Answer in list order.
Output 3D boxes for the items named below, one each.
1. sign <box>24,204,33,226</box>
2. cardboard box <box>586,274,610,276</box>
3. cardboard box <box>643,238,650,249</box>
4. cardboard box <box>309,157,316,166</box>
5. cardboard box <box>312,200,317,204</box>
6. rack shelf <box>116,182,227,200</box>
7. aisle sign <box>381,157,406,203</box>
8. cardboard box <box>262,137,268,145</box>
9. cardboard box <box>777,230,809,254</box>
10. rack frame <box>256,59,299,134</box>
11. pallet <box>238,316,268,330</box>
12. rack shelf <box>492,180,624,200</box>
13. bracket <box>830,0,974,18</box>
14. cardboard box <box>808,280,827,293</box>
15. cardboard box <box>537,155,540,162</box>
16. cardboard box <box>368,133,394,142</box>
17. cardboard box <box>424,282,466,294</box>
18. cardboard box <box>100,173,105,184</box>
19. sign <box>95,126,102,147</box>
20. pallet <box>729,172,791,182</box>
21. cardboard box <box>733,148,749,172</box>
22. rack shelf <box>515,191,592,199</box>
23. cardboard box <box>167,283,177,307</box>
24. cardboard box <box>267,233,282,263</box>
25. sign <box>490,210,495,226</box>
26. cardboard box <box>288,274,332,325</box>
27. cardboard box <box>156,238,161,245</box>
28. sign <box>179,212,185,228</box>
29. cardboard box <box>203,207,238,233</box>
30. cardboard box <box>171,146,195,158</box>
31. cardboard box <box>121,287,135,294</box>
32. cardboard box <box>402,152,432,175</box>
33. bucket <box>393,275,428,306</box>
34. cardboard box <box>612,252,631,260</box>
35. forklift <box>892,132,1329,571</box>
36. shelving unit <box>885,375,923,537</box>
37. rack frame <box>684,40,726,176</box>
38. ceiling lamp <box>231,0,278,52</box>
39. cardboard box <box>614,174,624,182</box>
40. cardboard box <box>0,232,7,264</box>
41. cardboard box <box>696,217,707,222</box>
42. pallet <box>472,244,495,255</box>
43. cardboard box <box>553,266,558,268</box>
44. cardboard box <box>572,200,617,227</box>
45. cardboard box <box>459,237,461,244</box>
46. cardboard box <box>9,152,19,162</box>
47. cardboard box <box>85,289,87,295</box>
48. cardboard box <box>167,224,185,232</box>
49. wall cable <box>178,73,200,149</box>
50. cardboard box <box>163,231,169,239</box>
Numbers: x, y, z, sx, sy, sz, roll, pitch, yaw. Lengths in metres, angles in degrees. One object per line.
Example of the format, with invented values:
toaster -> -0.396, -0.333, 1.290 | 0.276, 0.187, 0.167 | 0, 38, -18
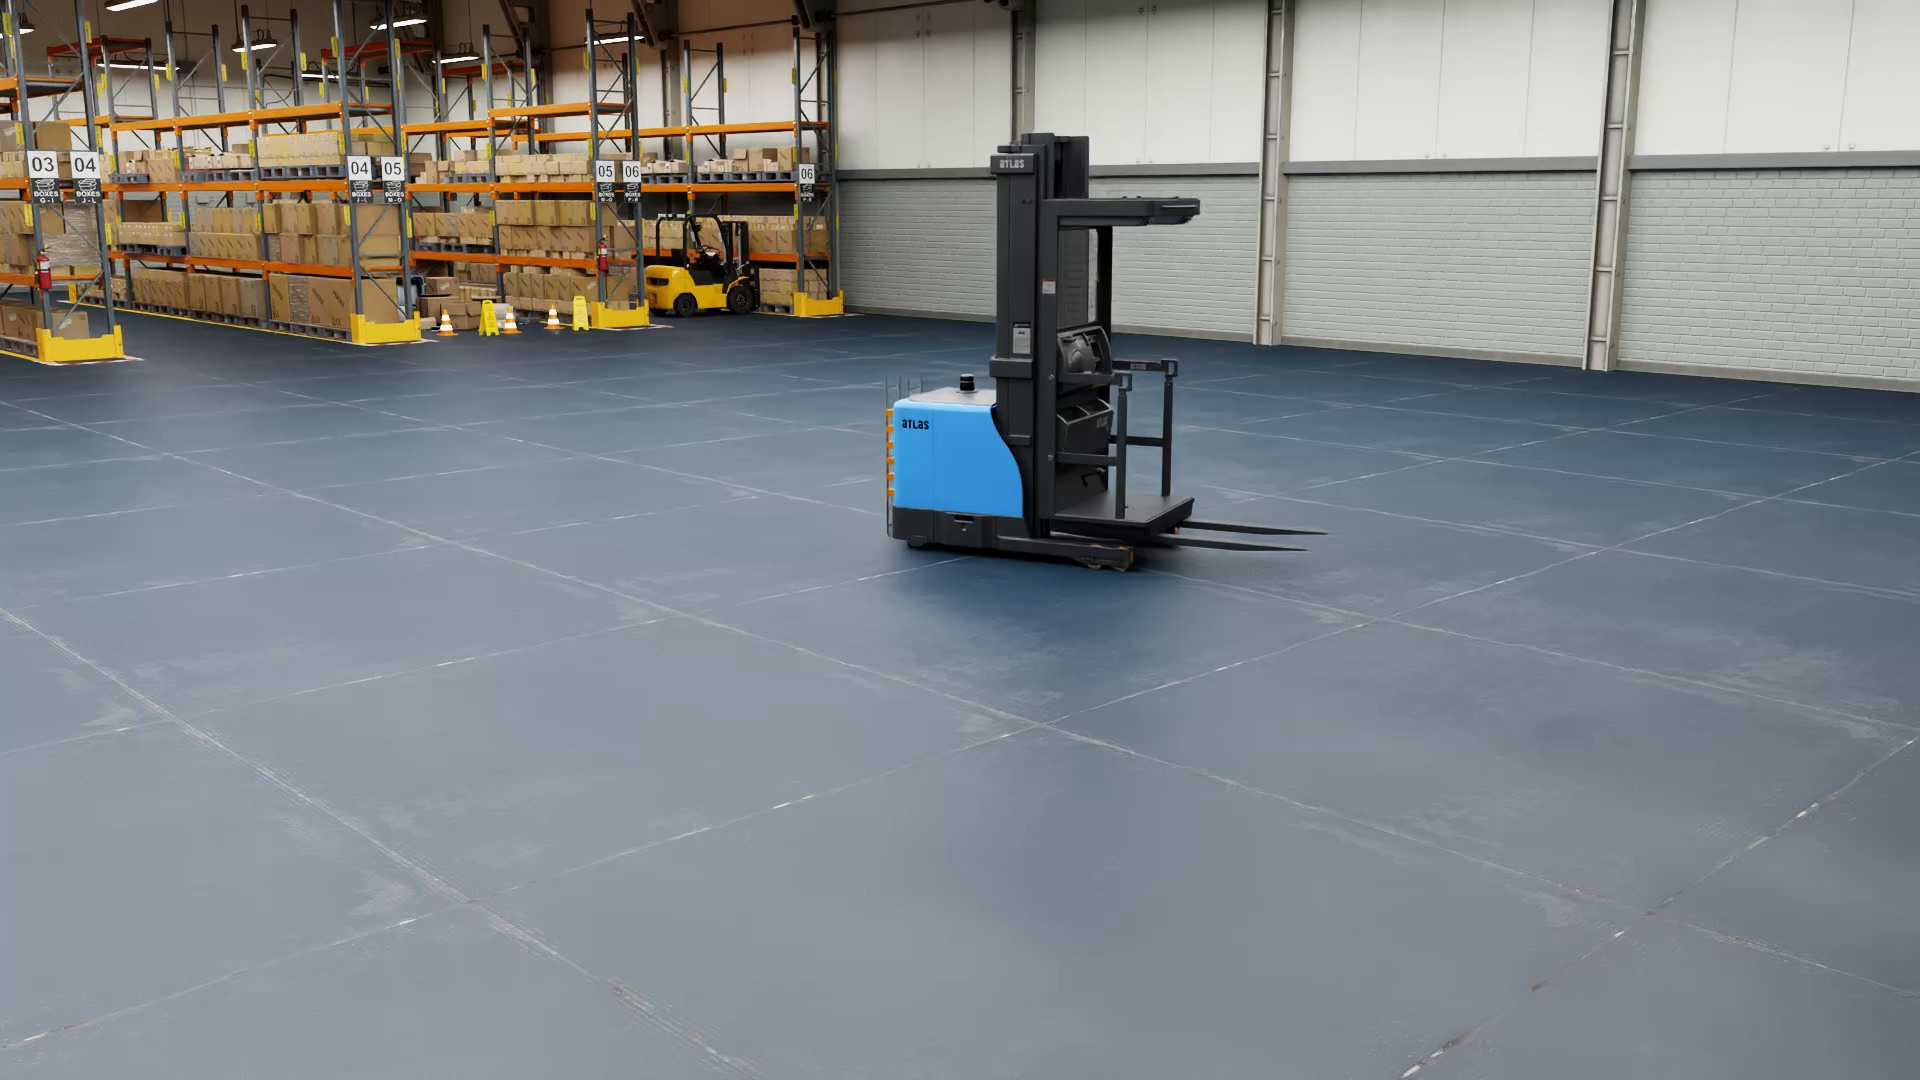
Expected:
sign -> -14.272, -4.976, 25.479 | 0.100, 0.325, 0.005 | -11, 16, -43
cardboard box -> -7.427, -5.171, 33.994 | 0.500, 0.500, 0.500 | 11, 16, 43
cardboard box -> -7.435, -7.173, 40.166 | 0.500, 0.250, 0.500 | -10, 15, -41
cardboard box -> -11.377, -6.756, 29.670 | 0.380, 0.149, 0.250 | -11, 16, -43
cardboard box -> -16.074, -8.475, 41.782 | 0.380, 0.149, 0.250 | -11, 16, -43
rack shelf -> -17.105, -7.581, 36.126 | 1.077, 0.370, 4.000 | -11, 16, -43
aisle sign -> -9.933, -6.310, 29.163 | 0.394, 0.787, 0.004 | -11, 16, -43
cardboard box -> -12.779, -7.443, 31.027 | 0.380, 0.149, 0.250 | -11, 16, -43
cardboard box -> -3.631, -6.486, 36.213 | 0.500, 0.500, 0.500 | -11, 16, -44
rack frame -> -17.738, -10.983, 43.420 | 1.000, 3.000, 0.127 | -11, 16, -43
pallet -> -13.549, -4.325, 32.883 | 1.003, 0.211, 1.213 | -11, 16, -43
rack shelf -> -8.070, -7.118, 33.878 | 1.077, 0.370, 4.000 | -11, 16, -43
bracket -> -1.110, -10.842, 33.815 | 0.076, 0.066, 4.783 | -11, 16, -43
cardboard box -> -3.276, -5.603, 36.710 | 0.500, 0.250, 0.500 | -11, 16, -42
cardboard box -> -8.336, -7.723, 33.678 | 0.380, 0.149, 0.250 | -10, 16, -41
cardboard box -> -10.200, -7.090, 29.314 | 0.380, 0.149, 0.250 | -11, 16, -42
cardboard box -> -11.831, -5.712, 38.175 | 0.625, 0.372, 0.950 | 10, 16, 41
cardboard box -> -19.357, -8.261, 38.012 | 0.500, 0.250, 0.500 | -11, 16, -43
sign -> -13.464, -6.302, 25.965 | 0.100, 0.325, 0.005 | -11, 16, -43
pallet -> -4.418, -8.113, 37.141 | 1.003, 0.211, 1.213 | -11, 16, -43
cardboard box -> -4.595, -8.461, 37.068 | 0.797, 0.503, 0.637 | -10, 15, -41
rack shelf -> -10.007, -8.978, 42.905 | 1.077, 0.370, 4.000 | -11, 16, -43
cardboard box -> -16.723, -5.290, 35.809 | 0.500, 0.500, 0.500 | -10, 15, -40
cardboard box -> -12.698, -5.610, 31.837 | 0.875, 0.550, 0.550 | -11, 16, -43
sign -> -9.850, -6.783, 35.031 | 0.100, 0.325, 0.005 | -11, 16, -43
cardboard box -> -11.953, -4.521, 31.149 | 0.875, 0.875, 0.875 | -11, 16, -42
cardboard box -> -16.915, -6.374, 35.499 | 0.380, 0.149, 0.250 | -11, 16, -43
sign -> -16.110, -6.624, 34.457 | 0.100, 0.325, 0.005 | -11, 16, -43
cardboard box -> -15.071, -6.571, 34.146 | 0.700, 0.500, 0.500 | -11, 16, -43
cardboard box -> -16.191, -8.089, 34.660 | 0.396, 0.266, 0.258 | -11, 16, -43
cardboard box -> -18.934, -5.713, 37.996 | 0.380, 0.149, 0.250 | -10, 16, -41
cardboard box -> -12.583, -8.637, 38.168 | 0.637, 0.503, 0.797 | 11, 16, 42
bucket -> -11.200, -5.032, 33.746 | 0.726, 0.611, 0.620 | -5, 3, -23
cardboard box -> -6.774, -5.665, 33.098 | 0.380, 0.149, 0.250 | -11, 16, -42
forklift -> 1.062, -1.344, 11.669 | 3.031, 2.935, 1.130 | 5, 13, 25
shelving unit -> -0.415, -0.627, 12.479 | 0.189, 1.200, 0.258 | 5, 13, 25
rack frame -> -5.864, -9.924, 38.280 | 1.000, 3.000, 0.127 | -11, 16, -43
ceiling lamp -> -15.979, -12.832, 37.930 | 0.800, 3.185, 2.000 | -11, 16, -43
cardboard box -> -6.683, -7.150, 32.869 | 0.380, 0.149, 0.250 | -11, 16, -42
cardboard box -> -15.299, -4.817, 27.376 | 0.875, 0.500, 0.500 | -11, 16, -43
cardboard box -> -5.858, -7.410, 38.353 | 0.380, 0.149, 0.250 | -10, 16, -41
pallet -> -9.874, -6.331, 36.184 | 1.003, 0.211, 1.213 | -11, 16, -43
cardboard box -> -10.386, -7.181, 43.380 | 0.380, 0.149, 0.250 | -10, 15, -41
cardboard box -> -7.200, -6.438, 32.765 | 0.500, 0.500, 0.700 | 11, 16, 44
cardboard box -> -10.808, -6.616, 36.675 | 0.250, 0.149, 0.380 | 11, 16, 43
cardboard box -> -14.637, -5.996, 26.030 | 0.250, 0.149, 0.380 | 11, 16, 43
cardboard box -> -20.878, -6.002, 40.134 | 0.380, 0.149, 0.250 | -11, 16, -43
cardboard box -> -16.394, -6.554, 34.899 | 0.250, 0.149, 0.380 | 11, 16, 43
wall cable -> -21.870, -11.774, 47.259 | 0.463, 3.000, 0.029 | -11, 16, -43
cardboard box -> -16.580, -6.448, 35.122 | 0.380, 0.149, 0.250 | -10, 15, -40
